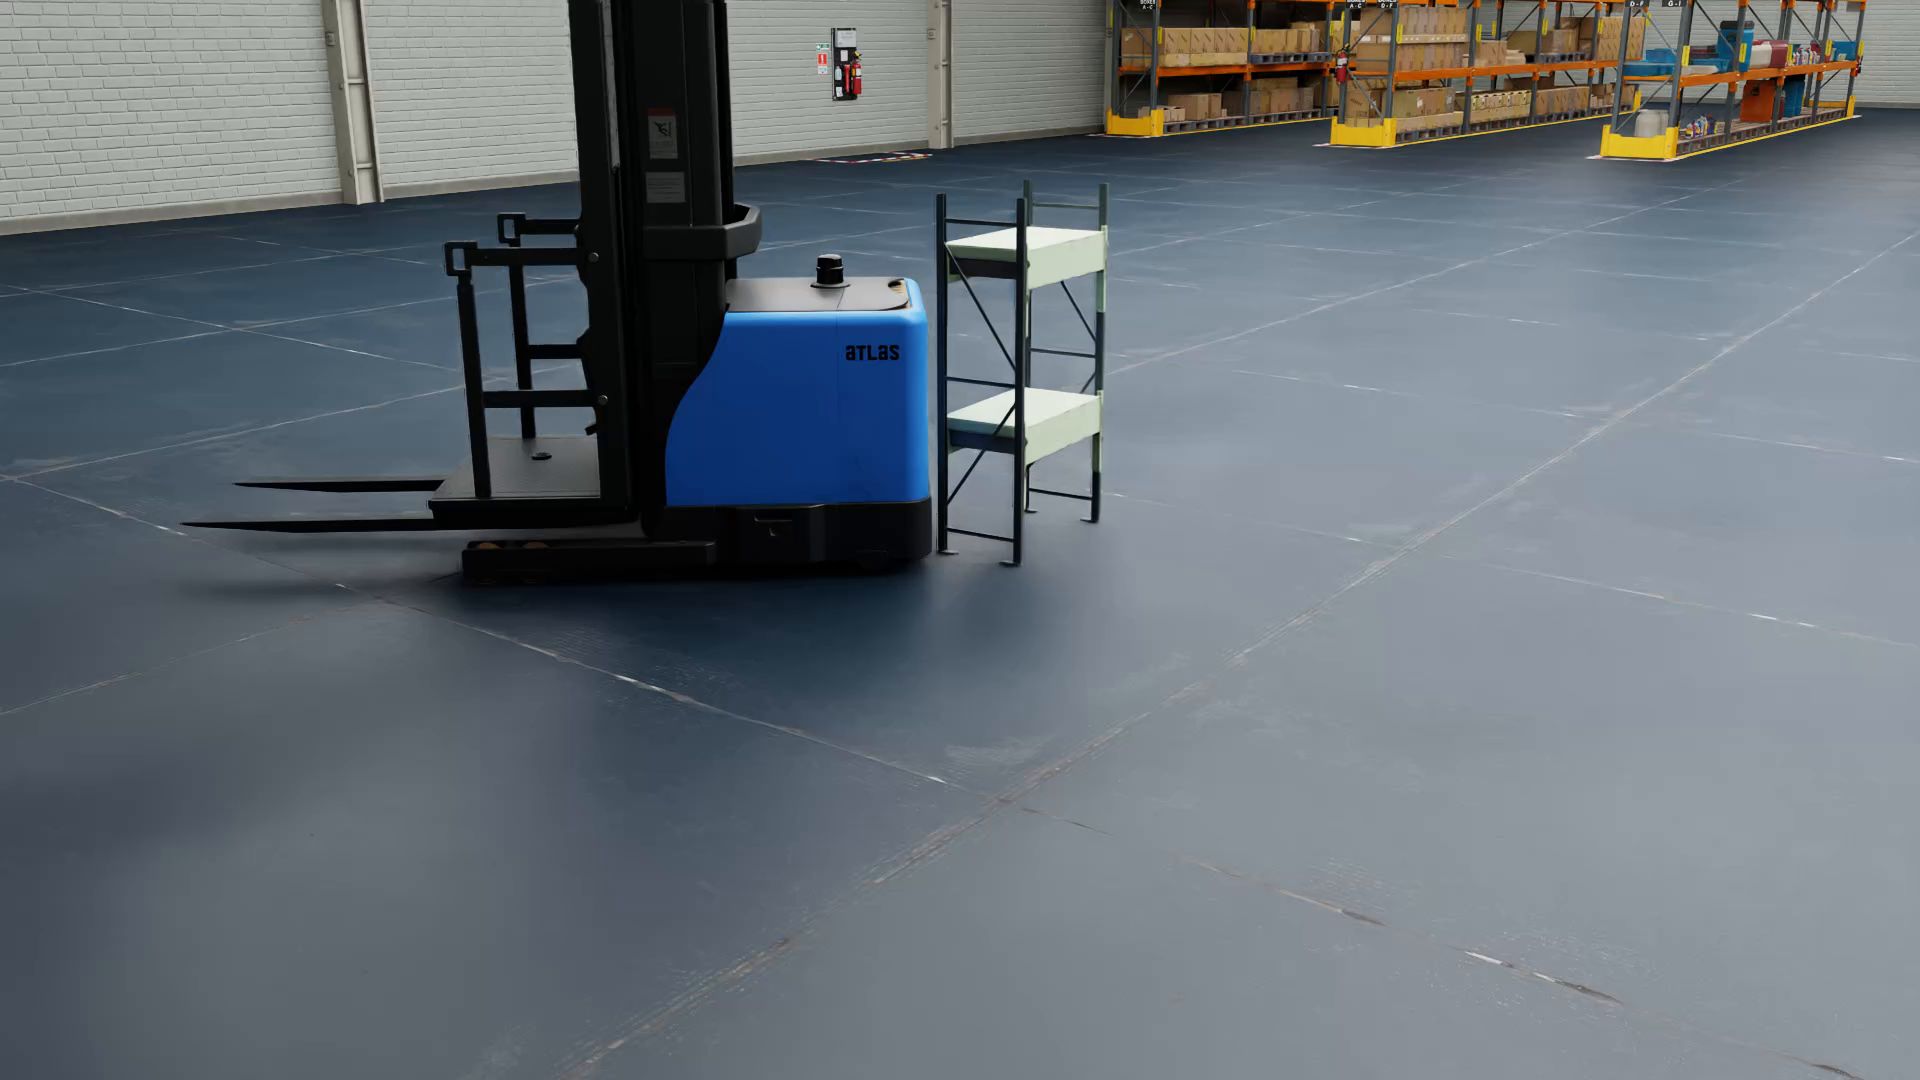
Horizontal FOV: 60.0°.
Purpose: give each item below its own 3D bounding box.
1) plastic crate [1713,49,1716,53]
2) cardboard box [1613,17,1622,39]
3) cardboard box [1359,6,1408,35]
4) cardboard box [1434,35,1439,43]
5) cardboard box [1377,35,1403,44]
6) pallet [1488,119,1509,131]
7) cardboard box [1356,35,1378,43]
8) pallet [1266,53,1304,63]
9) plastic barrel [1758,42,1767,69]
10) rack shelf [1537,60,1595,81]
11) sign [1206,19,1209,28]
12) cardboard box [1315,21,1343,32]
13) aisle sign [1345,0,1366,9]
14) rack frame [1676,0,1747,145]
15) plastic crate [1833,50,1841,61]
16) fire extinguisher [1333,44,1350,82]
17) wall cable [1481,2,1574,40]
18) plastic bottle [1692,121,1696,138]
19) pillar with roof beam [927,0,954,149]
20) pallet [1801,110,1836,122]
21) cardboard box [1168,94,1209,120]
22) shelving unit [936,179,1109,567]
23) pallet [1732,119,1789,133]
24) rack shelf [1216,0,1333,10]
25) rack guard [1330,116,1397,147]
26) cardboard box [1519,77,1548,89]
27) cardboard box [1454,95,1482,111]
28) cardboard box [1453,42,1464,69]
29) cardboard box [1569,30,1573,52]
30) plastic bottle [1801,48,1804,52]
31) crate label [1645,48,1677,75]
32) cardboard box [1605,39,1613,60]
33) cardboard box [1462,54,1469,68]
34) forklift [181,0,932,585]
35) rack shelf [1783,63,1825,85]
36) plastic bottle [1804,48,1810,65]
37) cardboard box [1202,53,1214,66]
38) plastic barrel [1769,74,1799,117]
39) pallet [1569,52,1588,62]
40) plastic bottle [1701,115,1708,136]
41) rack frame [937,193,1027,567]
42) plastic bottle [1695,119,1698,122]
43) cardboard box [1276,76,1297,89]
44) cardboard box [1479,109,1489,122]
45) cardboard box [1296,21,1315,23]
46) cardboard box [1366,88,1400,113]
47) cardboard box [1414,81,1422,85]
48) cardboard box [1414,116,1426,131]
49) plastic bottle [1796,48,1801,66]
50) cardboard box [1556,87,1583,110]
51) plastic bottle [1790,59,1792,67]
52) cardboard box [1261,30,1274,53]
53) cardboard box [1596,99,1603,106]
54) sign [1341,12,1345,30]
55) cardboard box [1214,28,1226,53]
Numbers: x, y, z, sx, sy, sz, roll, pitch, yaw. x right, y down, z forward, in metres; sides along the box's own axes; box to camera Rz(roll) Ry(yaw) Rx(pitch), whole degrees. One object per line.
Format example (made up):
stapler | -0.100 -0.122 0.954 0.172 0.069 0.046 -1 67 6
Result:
plastic crate | 14.246 -9.159 31.708 0.392 0.384 0.575 12 21 35
cardboard box | 15.750 -12.464 40.468 0.500 0.500 0.500 12 21 33
cardboard box | 7.799 -9.562 30.620 0.700 0.500 0.500 13 21 35
cardboard box | 8.959 -9.615 31.884 0.380 0.149 0.250 13 22 36
cardboard box | 7.886 -9.186 30.504 0.380 0.149 0.250 12 21 34
pallet | 10.997 -8.868 35.445 1.003 0.211 1.213 12 21 35
cardboard box | 7.554 -9.255 30.727 0.380 0.149 0.250 12 21 34
pallet | 7.119 -10.982 37.875 1.003 0.211 1.213 12 21 35
plastic barrel | 15.530 -9.472 32.500 0.421 0.512 0.421 0 17 0
rack shelf | 13.438 -10.811 38.213 1.077 0.370 4.000 12 21 35
sign | 5.434 -11.250 36.461 0.100 0.325 0.005 12 21 35
cardboard box | 8.760 -12.180 39.438 0.500 0.250 0.500 13 22 36
aisle sign | 7.205 -10.051 30.167 0.394 0.787 0.004 12 21 35
rack frame | 13.839 -8.849 30.683 1.000 3.000 0.127 12 21 35
plastic crate | 19.971 -11.122 38.181 0.416 0.233 0.300 12 21 35
fire extinguisher | 7.036 -8.790 30.621 0.296 0.674 0.183 12 21 35
wall cable | 16.689 -16.124 49.229 3.097 2.526 0.112 12 21 35
plastic bottle | 12.935 -7.237 29.329 0.061 0.283 0.133 13 21 36
pillar with roof beam | 3.104 -10.642 26.340 9.100 9.000 0.400 12 21 35
pallet | 19.739 -9.897 38.758 1.003 0.211 1.213 12 21 35
cardboard box | 4.800 -9.114 35.008 0.700 0.500 0.500 11 20 31
shelving unit | 0.269 -0.733 7.074 0.431 1.500 0.755 10 20 29
pallet | 16.658 -8.666 34.792 1.003 0.211 1.213 12 21 35
rack shelf | 7.074 -12.165 37.516 1.077 0.370 4.000 12 21 35
rack guard | 7.465 -7.573 30.788 1.175 0.500 0.348 12 21 35
cardboard box | 13.251 -10.576 38.450 0.500 0.250 0.500 12 21 34
cardboard box | 10.309 -8.935 33.942 0.500 0.311 0.500 13 21 35
cardboard box | 9.604 -9.667 33.145 0.700 0.500 0.500 12 21 33
cardboard box | 13.809 -11.631 38.763 0.500 0.500 0.700 -16 23 -42
plastic bottle | 18.205 -10.480 36.017 0.144 0.351 0.185 12 21 35
crate label | 12.335 -8.400 29.175 0.502 0.435 0.616 12 21 35
cardboard box | 15.455 -11.875 40.255 0.500 0.500 0.500 13 21 36
cardboard box | 10.121 -9.779 33.929 0.500 0.250 0.500 14 22 38
forklift | -1.655 -1.381 6.750 3.031 2.935 1.130 -1 17 -4
rack shelf | 17.414 -9.935 35.391 1.077 0.370 4.000 12 21 35
plastic bottle | 18.210 -10.410 35.793 0.144 0.351 0.185 12 21 35
cardboard box | 4.954 -10.012 34.645 0.500 0.250 0.500 13 21 35
plastic barrel | 17.846 -9.658 36.117 0.600 0.901 0.708 12 21 35
pallet | 14.066 -11.368 39.118 1.003 0.211 1.213 12 21 35
plastic bottle | 13.380 -7.467 29.957 0.144 0.351 0.185 12 21 34
rack frame | 0.084 -0.639 6.773 0.400 1.500 0.023 10 20 29
plastic bottle | 13.282 -7.447 30.006 0.061 0.283 0.133 12 21 35
cardboard box | 7.489 -10.622 38.599 0.500 0.250 0.500 13 21 36
cardboard box | 10.608 -8.787 34.409 0.500 0.250 0.500 13 22 36
cardboard box | 8.328 -12.264 39.710 0.500 0.250 0.500 13 22 36
cardboard box | 8.144 -8.439 32.026 0.500 0.500 0.500 12 21 35
cardboard box | 11.786 -11.913 44.055 0.700 0.500 0.500 13 21 36
cardboard box | 8.571 -7.987 31.835 0.500 0.250 0.500 12 21 35
plastic bottle | 17.664 -10.192 35.090 0.144 0.351 0.185 12 21 35
cardboard box | 14.264 -10.363 39.029 0.500 0.500 0.500 13 21 35
plastic bottle | 17.186 -9.918 34.458 0.097 0.201 0.097 0 17 0
cardboard box | 6.552 -11.105 37.035 0.700 0.500 0.500 15 23 40
cardboard box | 15.561 -10.758 40.863 0.380 0.166 0.250 12 21 35
sign | 7.052 -9.538 30.549 0.100 0.325 0.005 12 21 35
cardboard box | 5.247 -10.491 34.923 0.500 0.500 0.500 12 21 33
